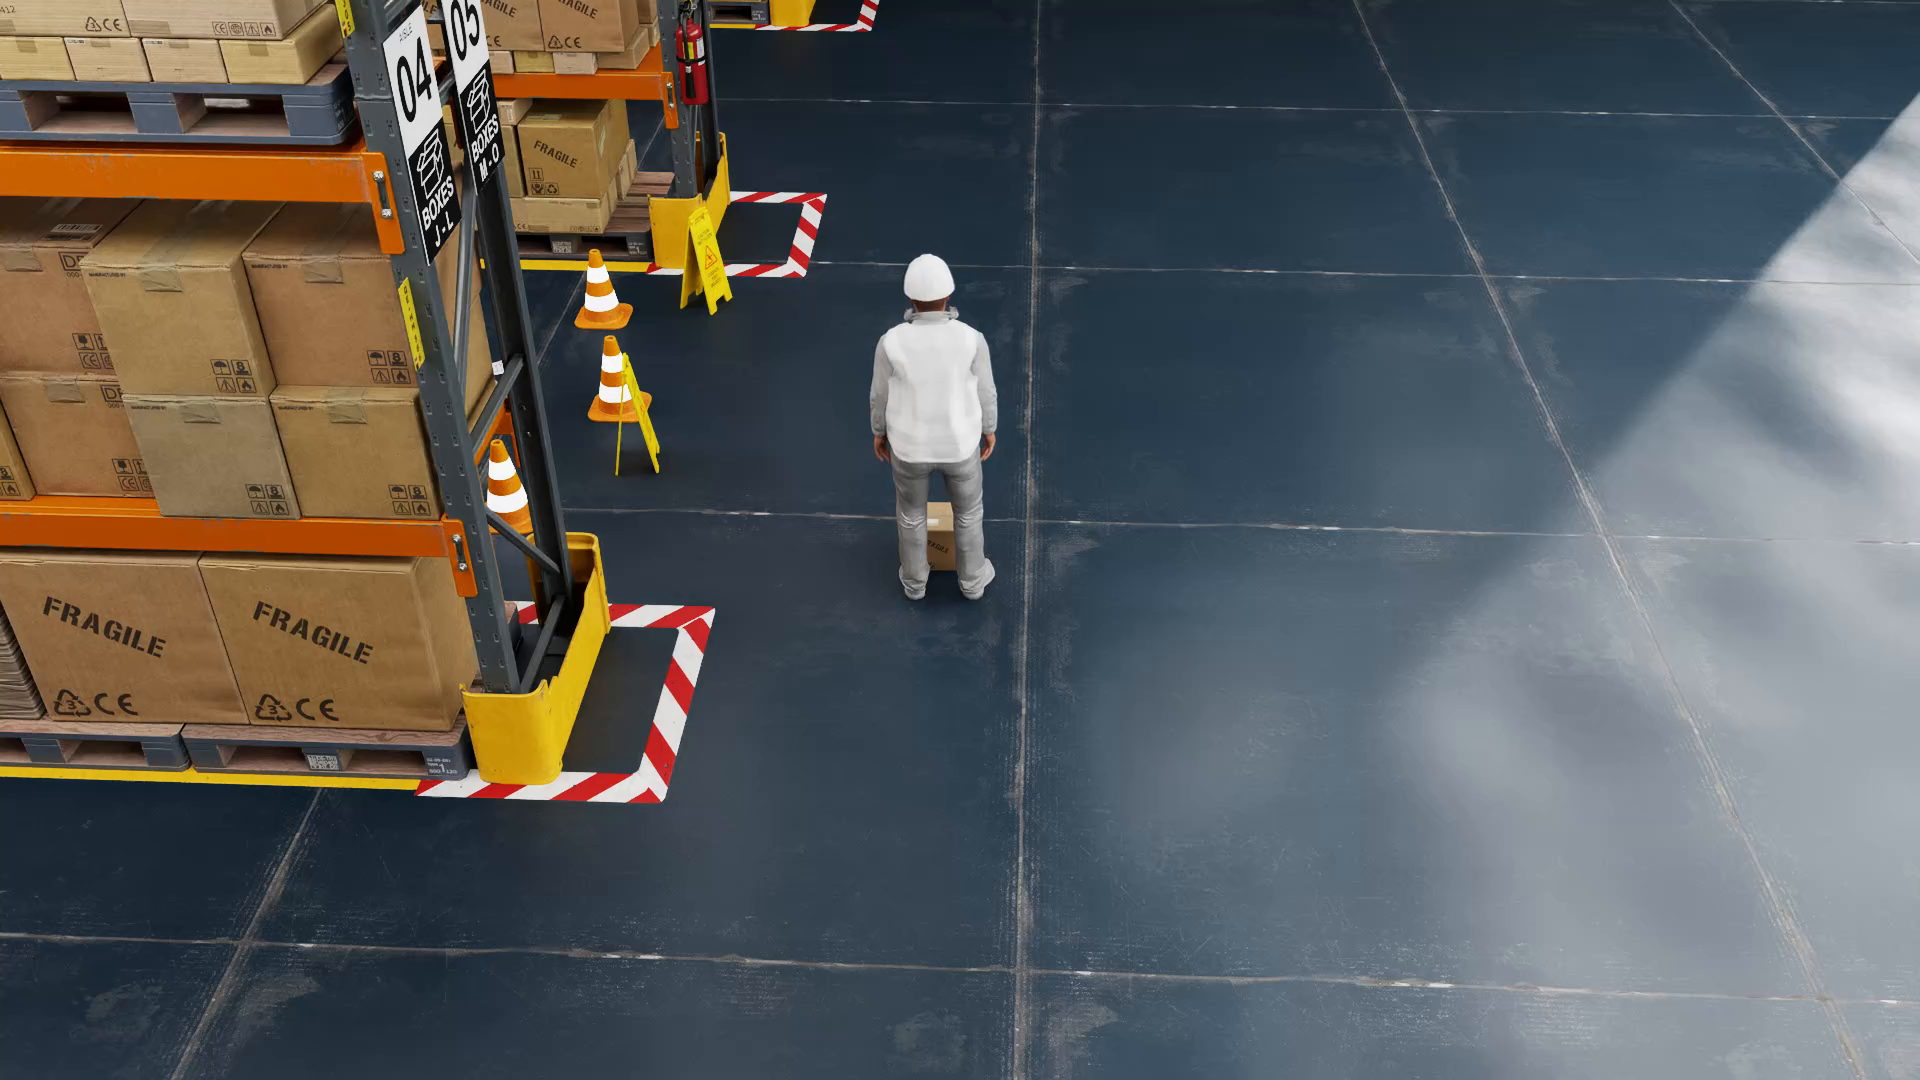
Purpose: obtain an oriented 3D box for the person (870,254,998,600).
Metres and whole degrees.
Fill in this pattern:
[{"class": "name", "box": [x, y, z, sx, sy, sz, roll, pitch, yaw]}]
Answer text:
[{"class": "person", "box": [-0.120, -0.489, 7.780, 0.591, 1.773, 0.458, 0, 35, 0]}]
